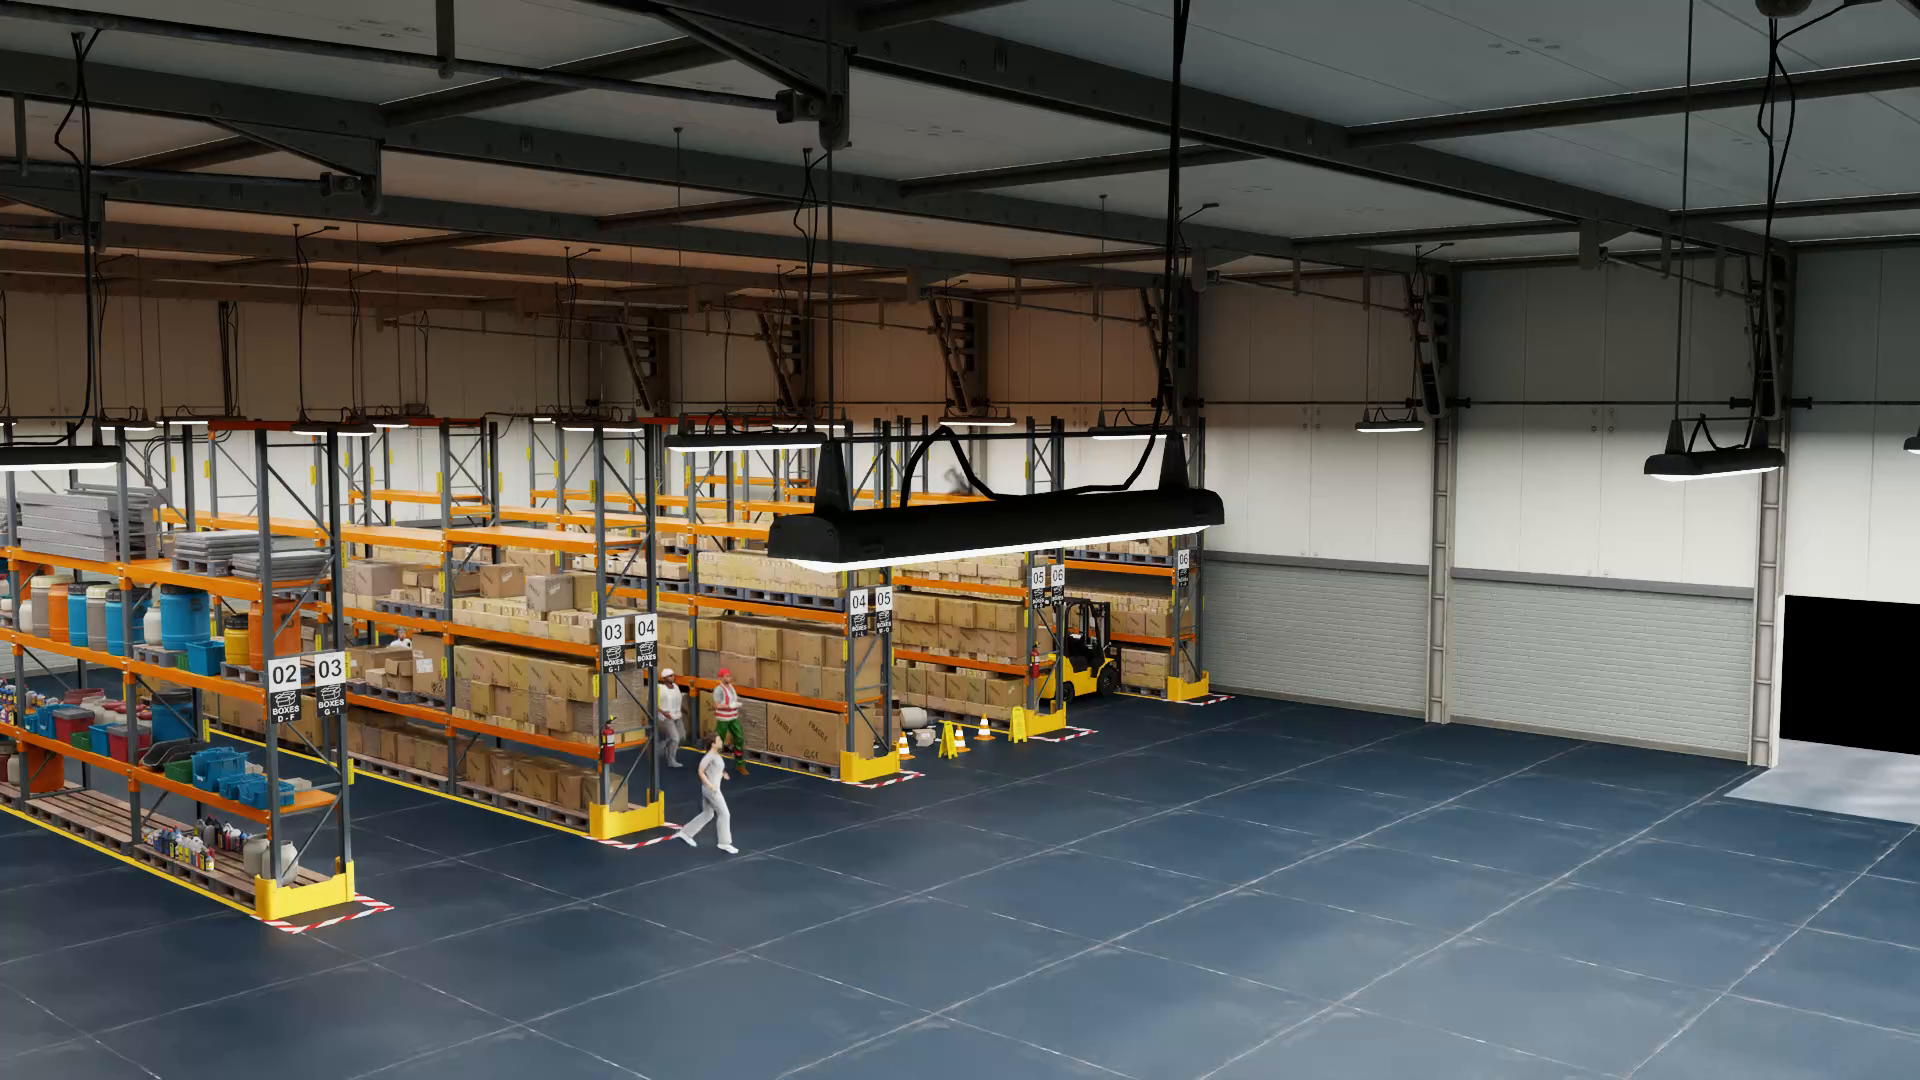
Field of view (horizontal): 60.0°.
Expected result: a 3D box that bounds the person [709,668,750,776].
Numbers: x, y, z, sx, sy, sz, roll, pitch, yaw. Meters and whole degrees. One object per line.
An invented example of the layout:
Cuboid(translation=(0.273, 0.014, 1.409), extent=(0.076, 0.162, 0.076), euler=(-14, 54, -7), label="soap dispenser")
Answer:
Cuboid(translation=(-3.972, 3.074, 28.246), extent=(0.862, 1.835, 0.653), euler=(3, 6, 33), label="person")

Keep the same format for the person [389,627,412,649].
Cuboid(translation=(-11.648, 2.630, 34.665), extent=(0.627, 1.702, 0.682), euler=(-4, 7, -43), label="person")

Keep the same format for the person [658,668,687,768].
Cuboid(translation=(-5.057, 3.076, 28.846), extent=(0.610, 1.718, 0.698), euler=(3, 6, 33), label="person")

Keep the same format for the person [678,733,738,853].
Cuboid(translation=(-3.557, 3.553, 23.423), extent=(0.847, 1.702, 0.578), euler=(-1, 5, -8), label="person")
